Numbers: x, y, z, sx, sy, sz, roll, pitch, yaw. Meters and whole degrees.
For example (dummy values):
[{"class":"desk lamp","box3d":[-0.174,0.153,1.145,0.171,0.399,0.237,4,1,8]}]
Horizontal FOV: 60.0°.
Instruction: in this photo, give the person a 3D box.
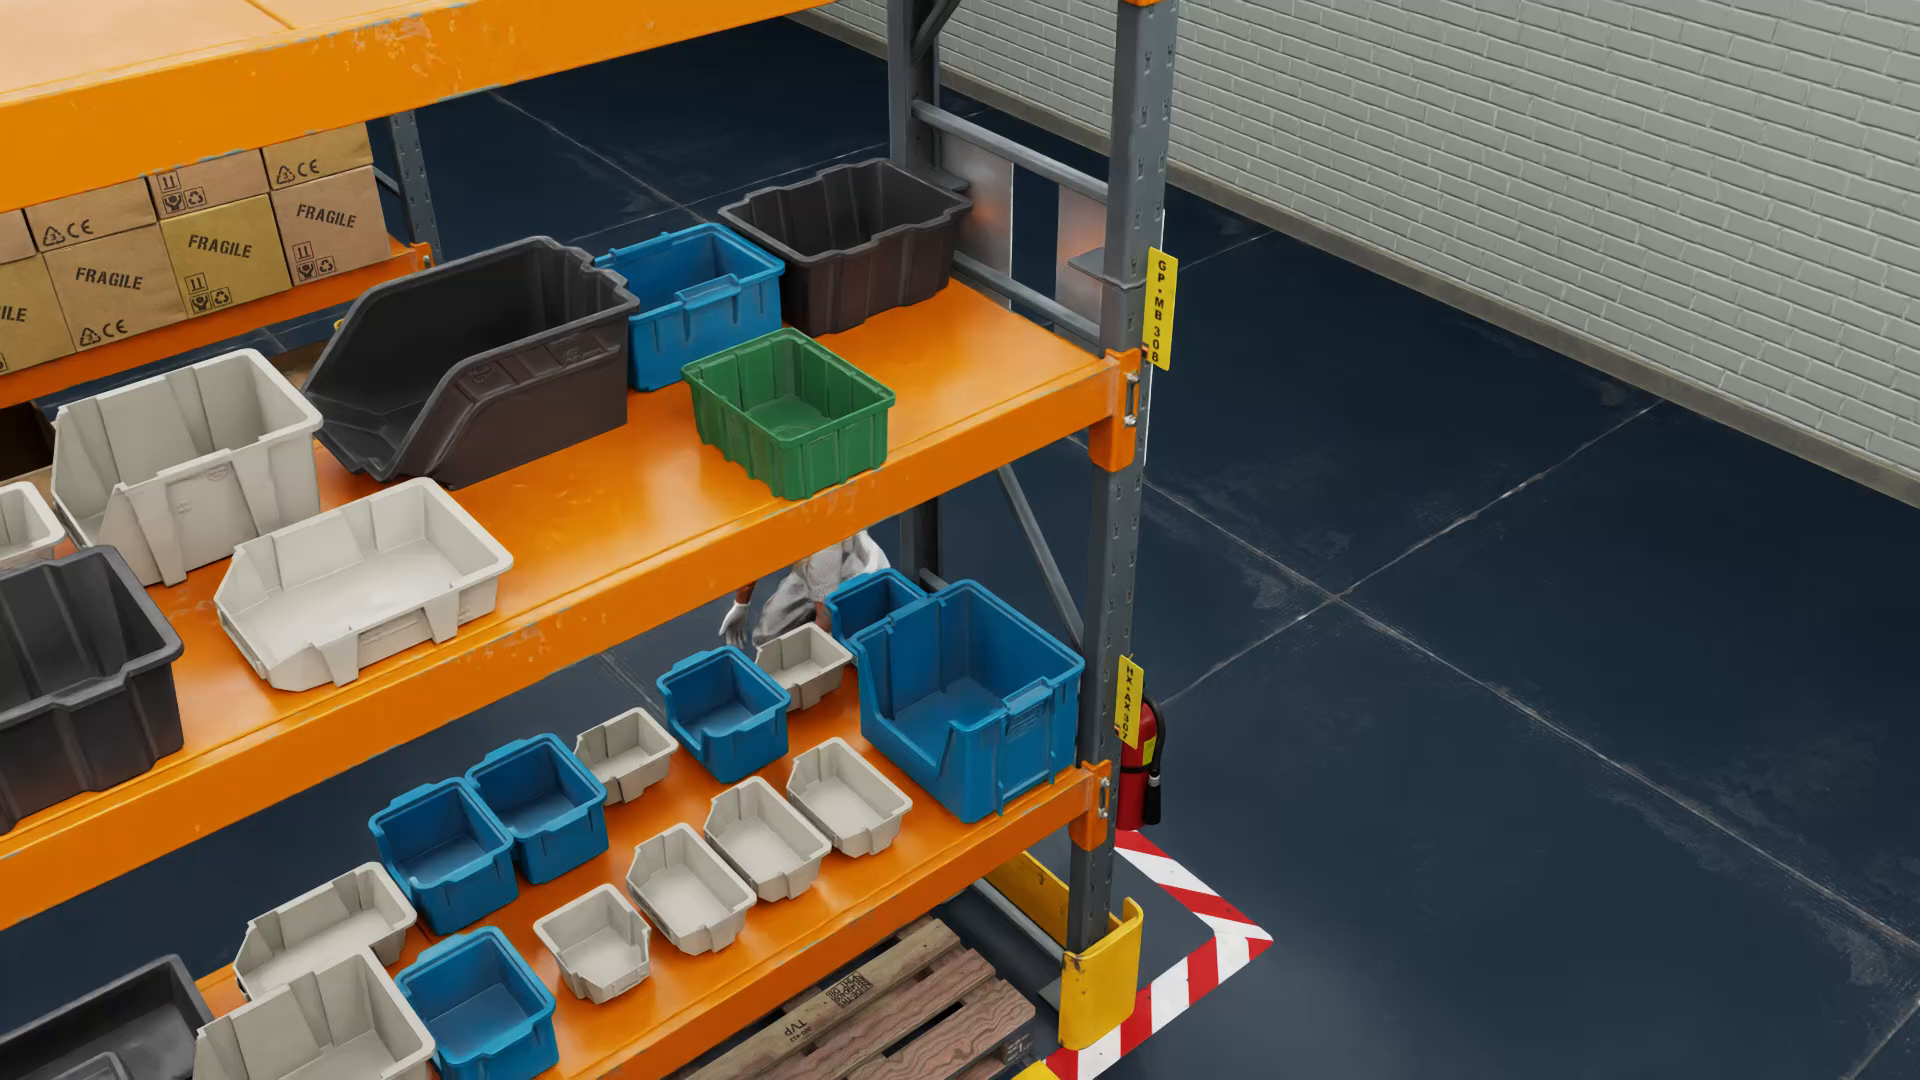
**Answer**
[{"class":"person","box3d":[-0.631,0.275,6.997,0.770,1.412,0.613,-26,43,-32]}]
